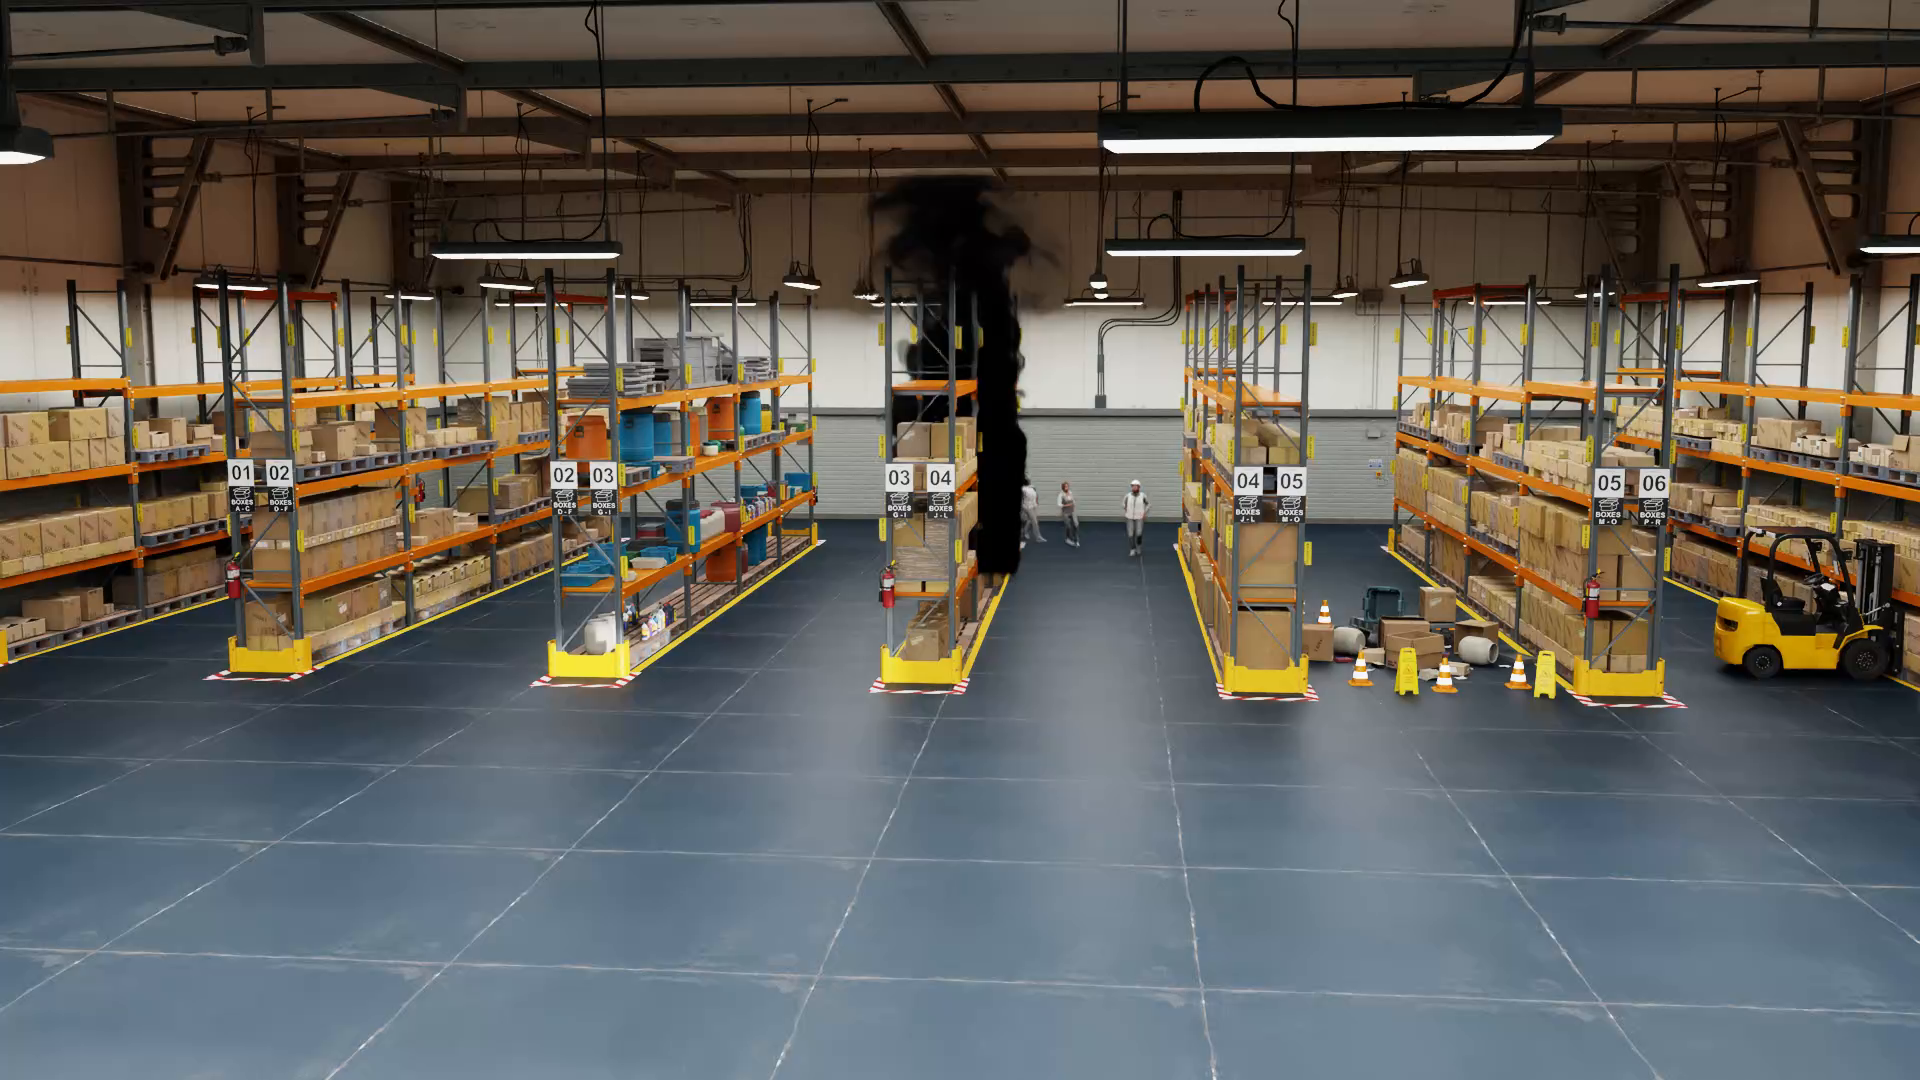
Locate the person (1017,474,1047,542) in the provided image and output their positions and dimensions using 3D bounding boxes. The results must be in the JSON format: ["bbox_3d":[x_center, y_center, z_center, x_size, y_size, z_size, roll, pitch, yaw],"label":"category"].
[{"bbox_3d":[1.699,-0.792,40.795,0.847,1.659,0.653,7,10,44],"label":"person"}]

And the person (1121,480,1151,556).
[{"bbox_3d":[4.009,-0.497,38.177,0.679,1.745,0.590,2,7,16],"label":"person"}]

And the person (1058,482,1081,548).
[{"bbox_3d":[2.557,-0.595,39.823,0.593,1.620,0.639,-3,8,-23],"label":"person"}]
